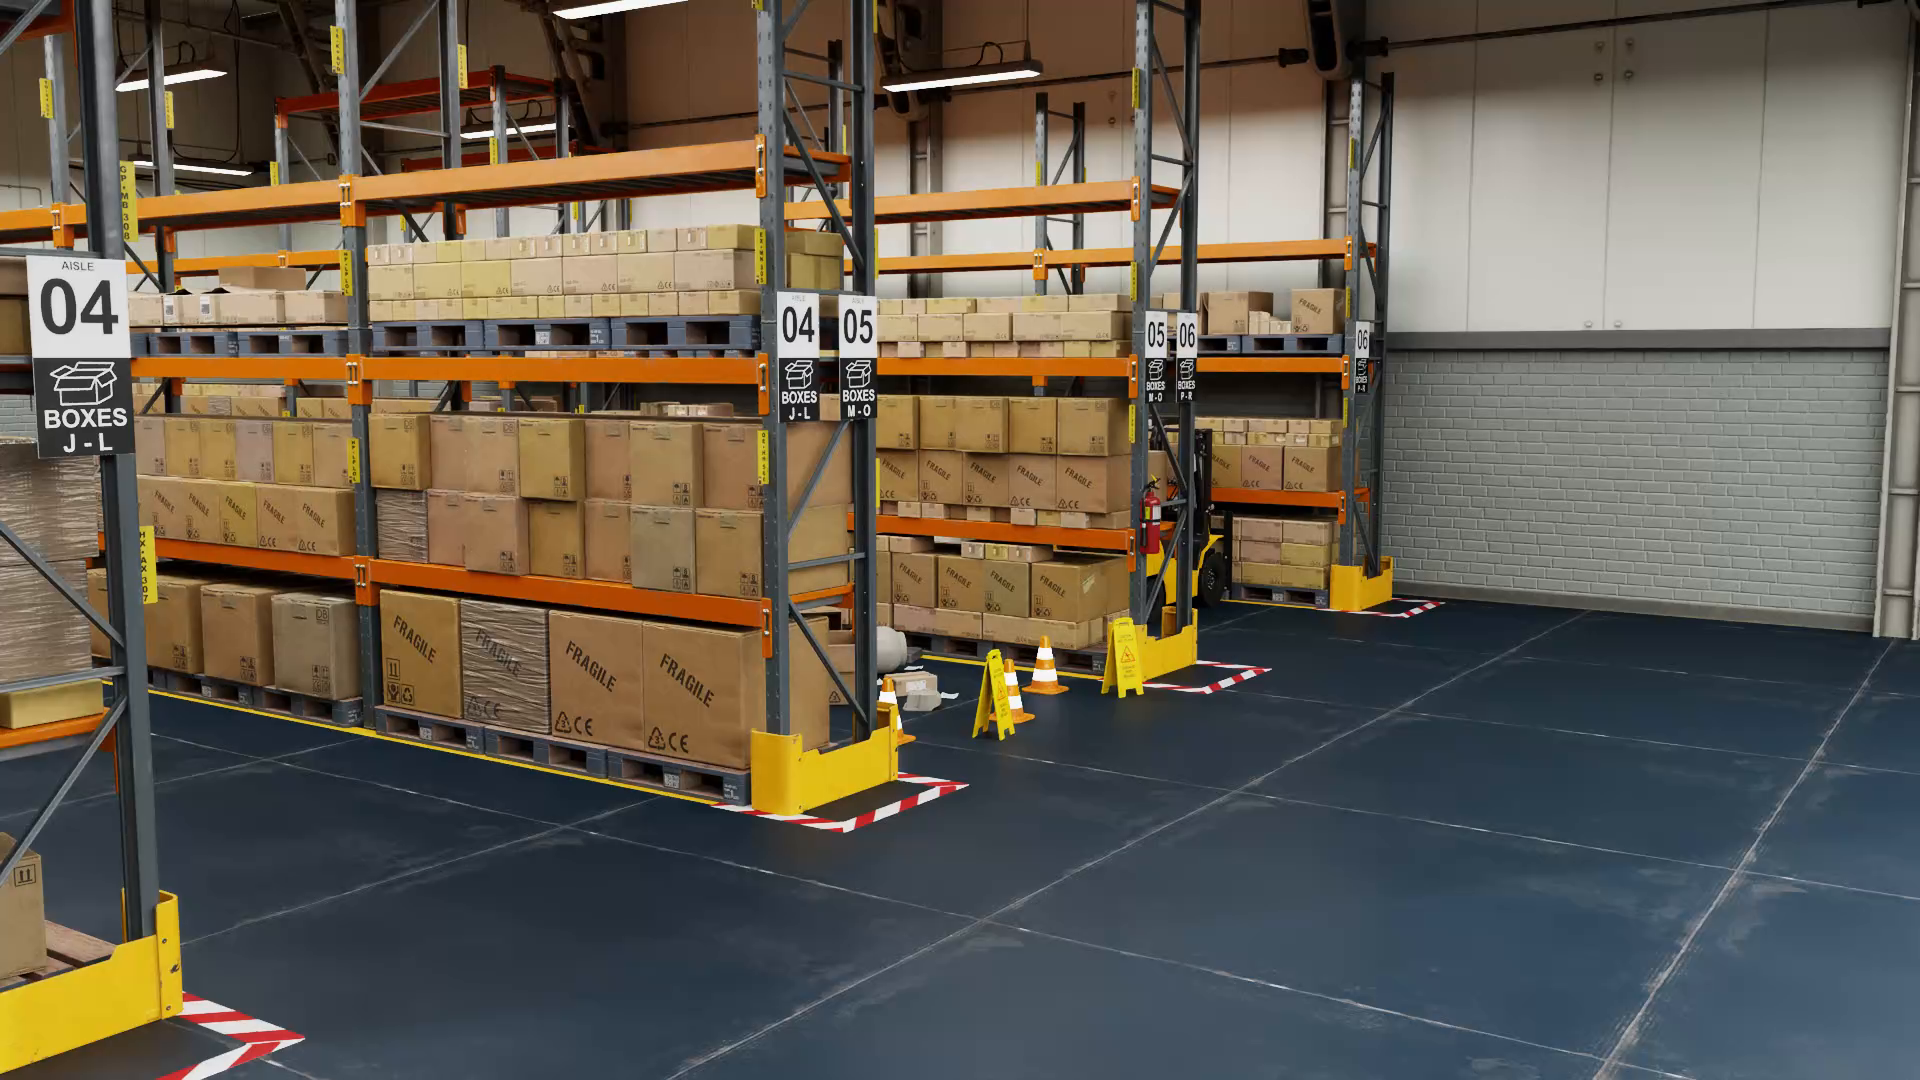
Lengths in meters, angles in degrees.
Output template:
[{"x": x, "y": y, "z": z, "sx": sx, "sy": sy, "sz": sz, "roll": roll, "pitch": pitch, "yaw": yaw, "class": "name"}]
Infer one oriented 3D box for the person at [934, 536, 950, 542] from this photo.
[{"x": -0.439, "y": -0.114, "z": 19.317, "sx": 0.758, "sy": 1.627, "sz": 0.475, "roll": 4, "pitch": 7, "yaw": 32, "class": "person"}]
